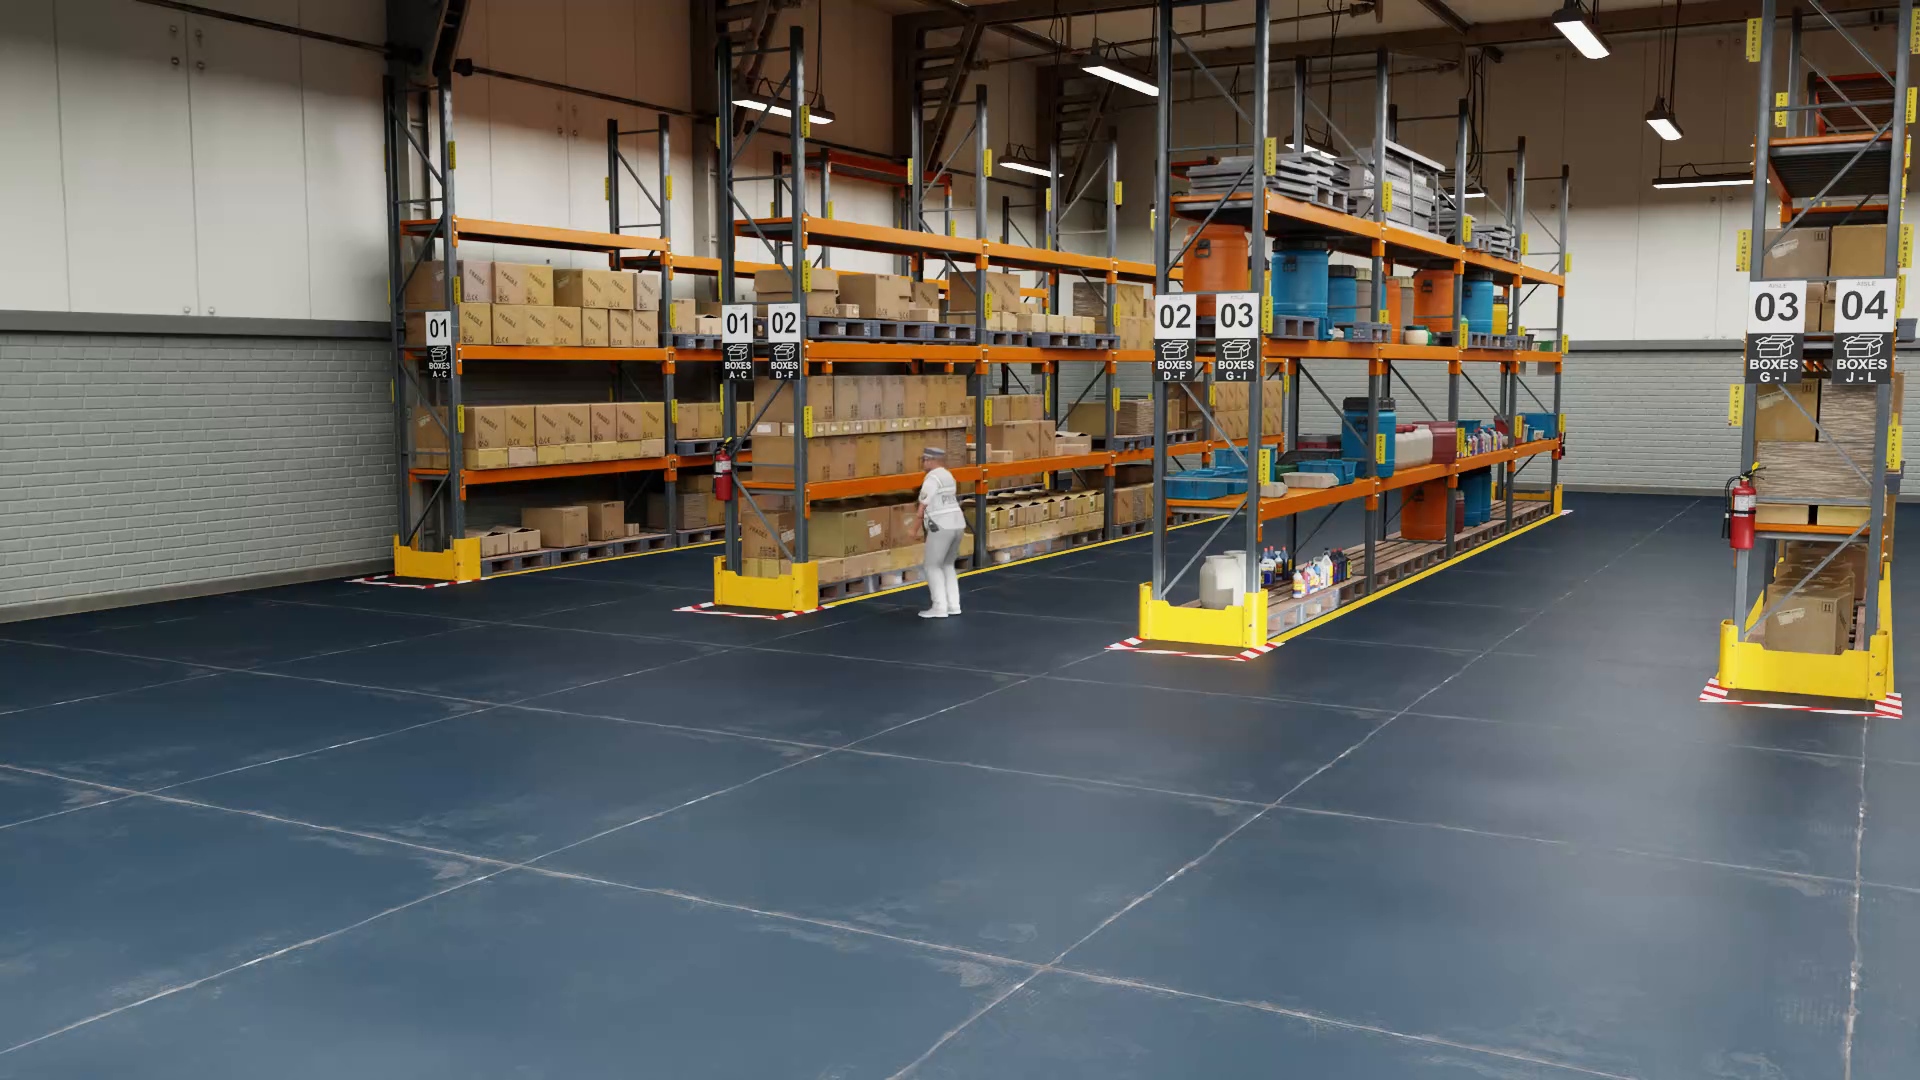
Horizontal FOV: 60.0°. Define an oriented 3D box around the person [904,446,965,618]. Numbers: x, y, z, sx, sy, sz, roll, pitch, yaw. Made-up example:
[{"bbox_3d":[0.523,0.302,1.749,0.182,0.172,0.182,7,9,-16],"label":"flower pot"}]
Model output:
[{"bbox_3d":[-0.257,-0.089,17.025,0.589,1.747,0.487,3,7,27],"label":"person"}]
